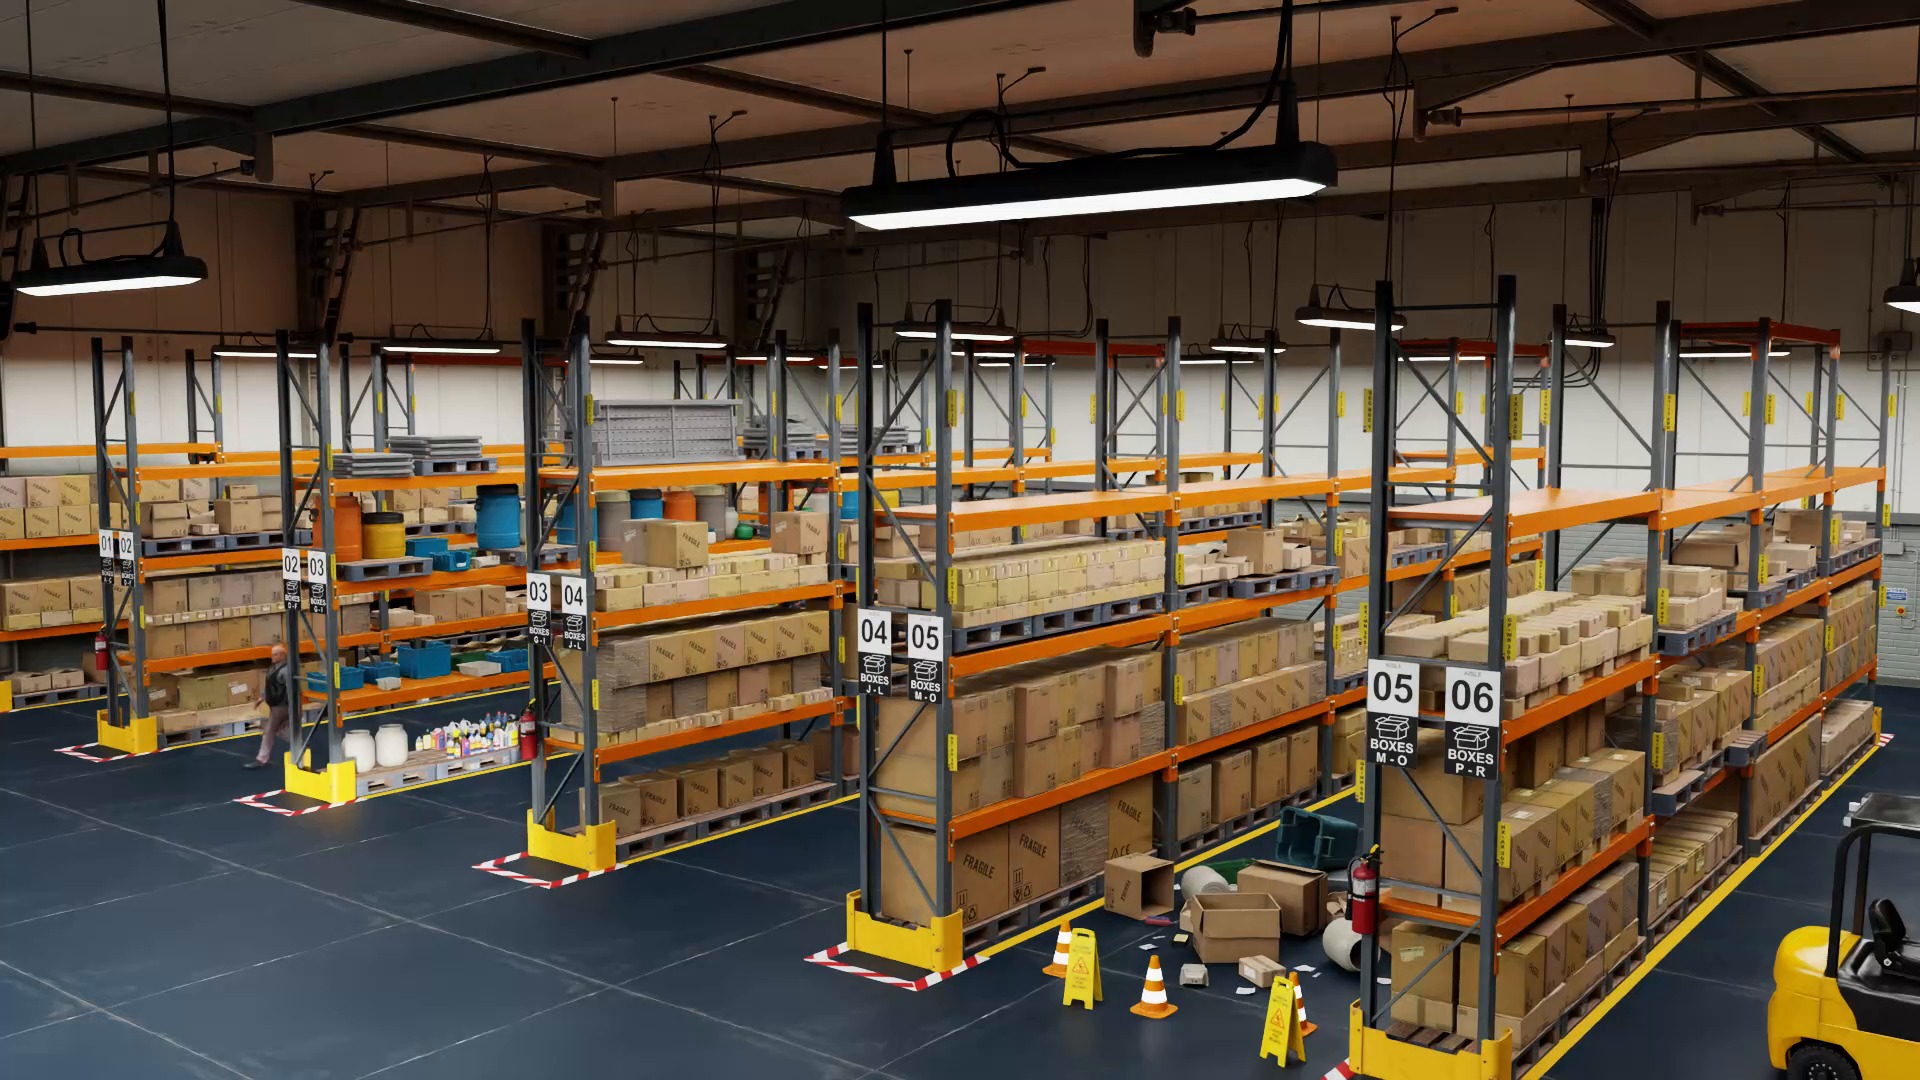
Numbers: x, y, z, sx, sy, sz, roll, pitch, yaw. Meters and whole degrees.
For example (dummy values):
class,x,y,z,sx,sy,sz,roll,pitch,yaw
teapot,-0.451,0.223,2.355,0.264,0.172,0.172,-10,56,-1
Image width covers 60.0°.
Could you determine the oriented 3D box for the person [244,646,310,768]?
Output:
class,x,y,z,sx,sy,sz,roll,pitch,yaw
person,-9.539,2.310,23.218,0.936,1.687,0.612,-5,7,-44
